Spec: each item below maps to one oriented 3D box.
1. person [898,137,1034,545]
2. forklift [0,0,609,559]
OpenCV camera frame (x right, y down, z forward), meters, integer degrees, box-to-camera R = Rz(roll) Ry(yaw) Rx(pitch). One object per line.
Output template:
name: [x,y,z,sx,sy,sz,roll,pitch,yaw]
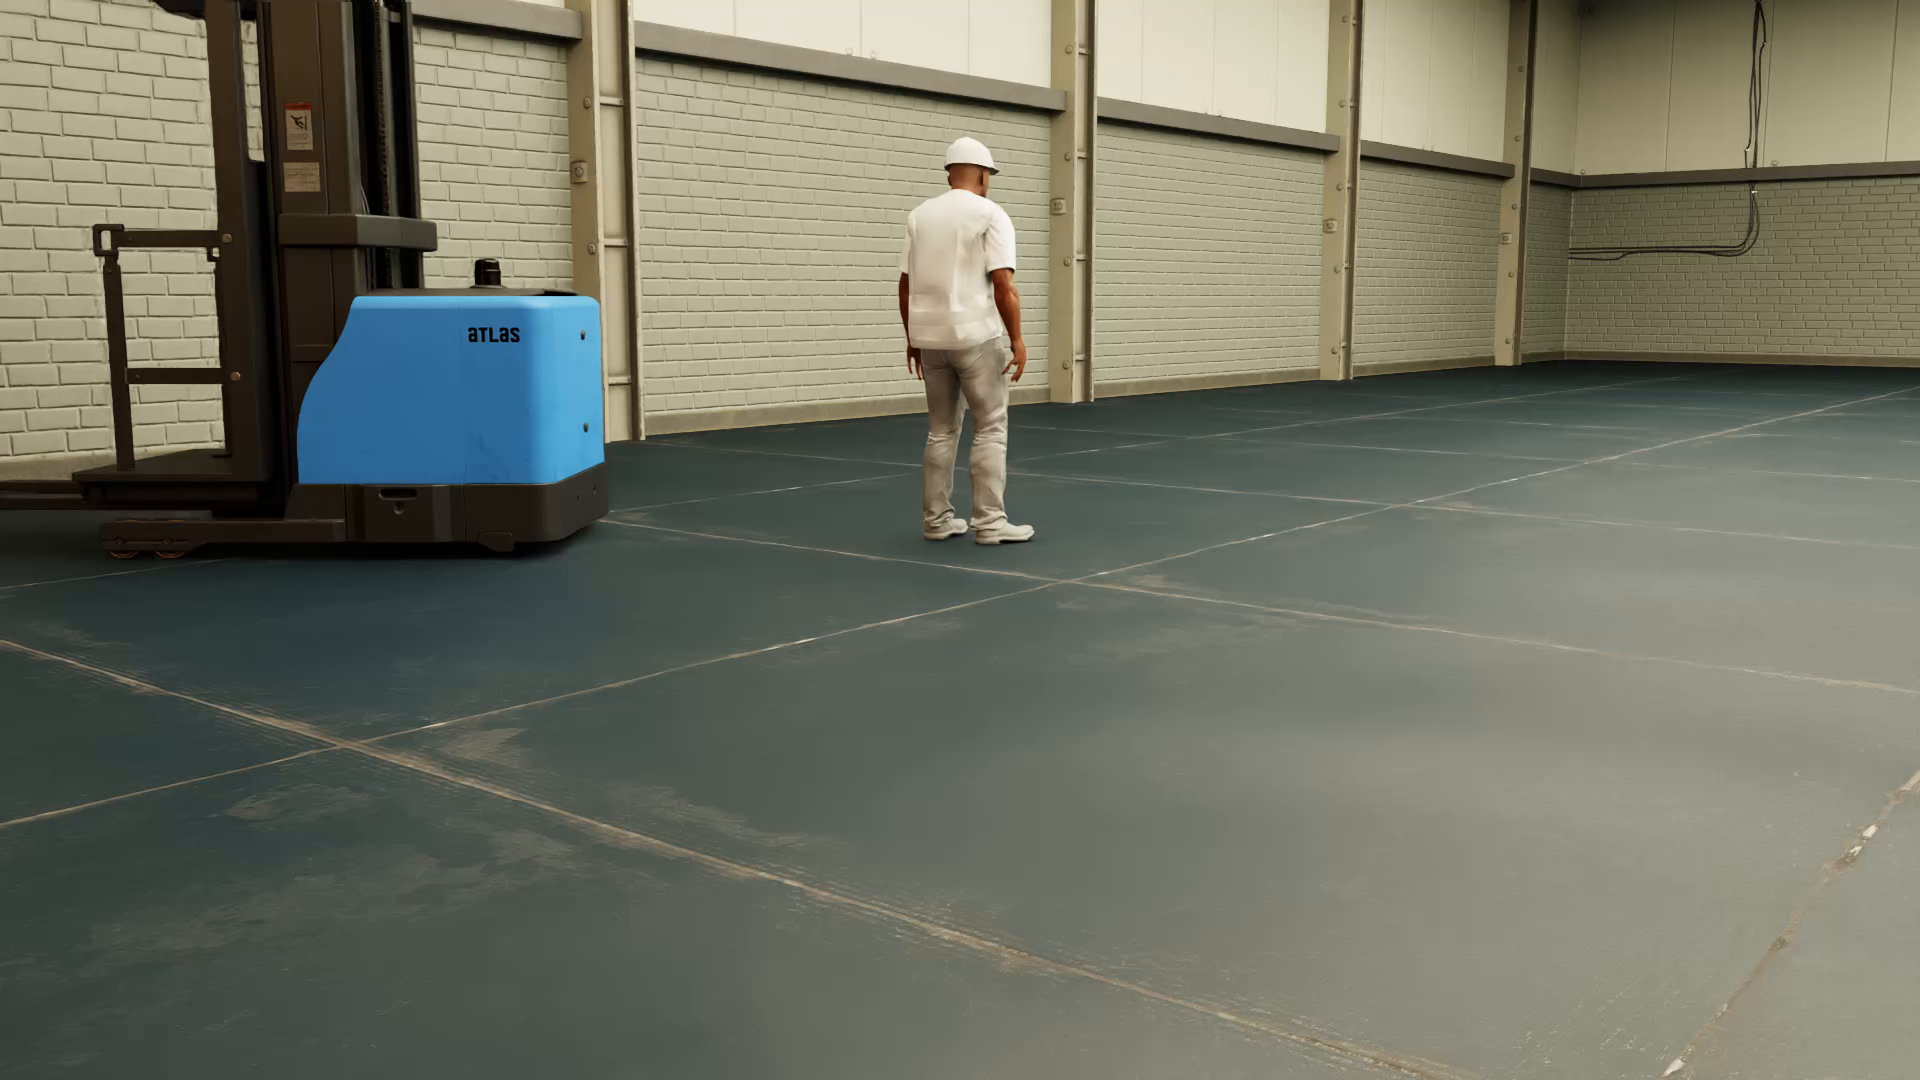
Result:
person: [0.019,-0.874,7.314,0.626,1.760,0.460,6,10,37]
forklift: [-3.164,-1.448,7.179,3.031,2.935,1.130,0,8,1]
